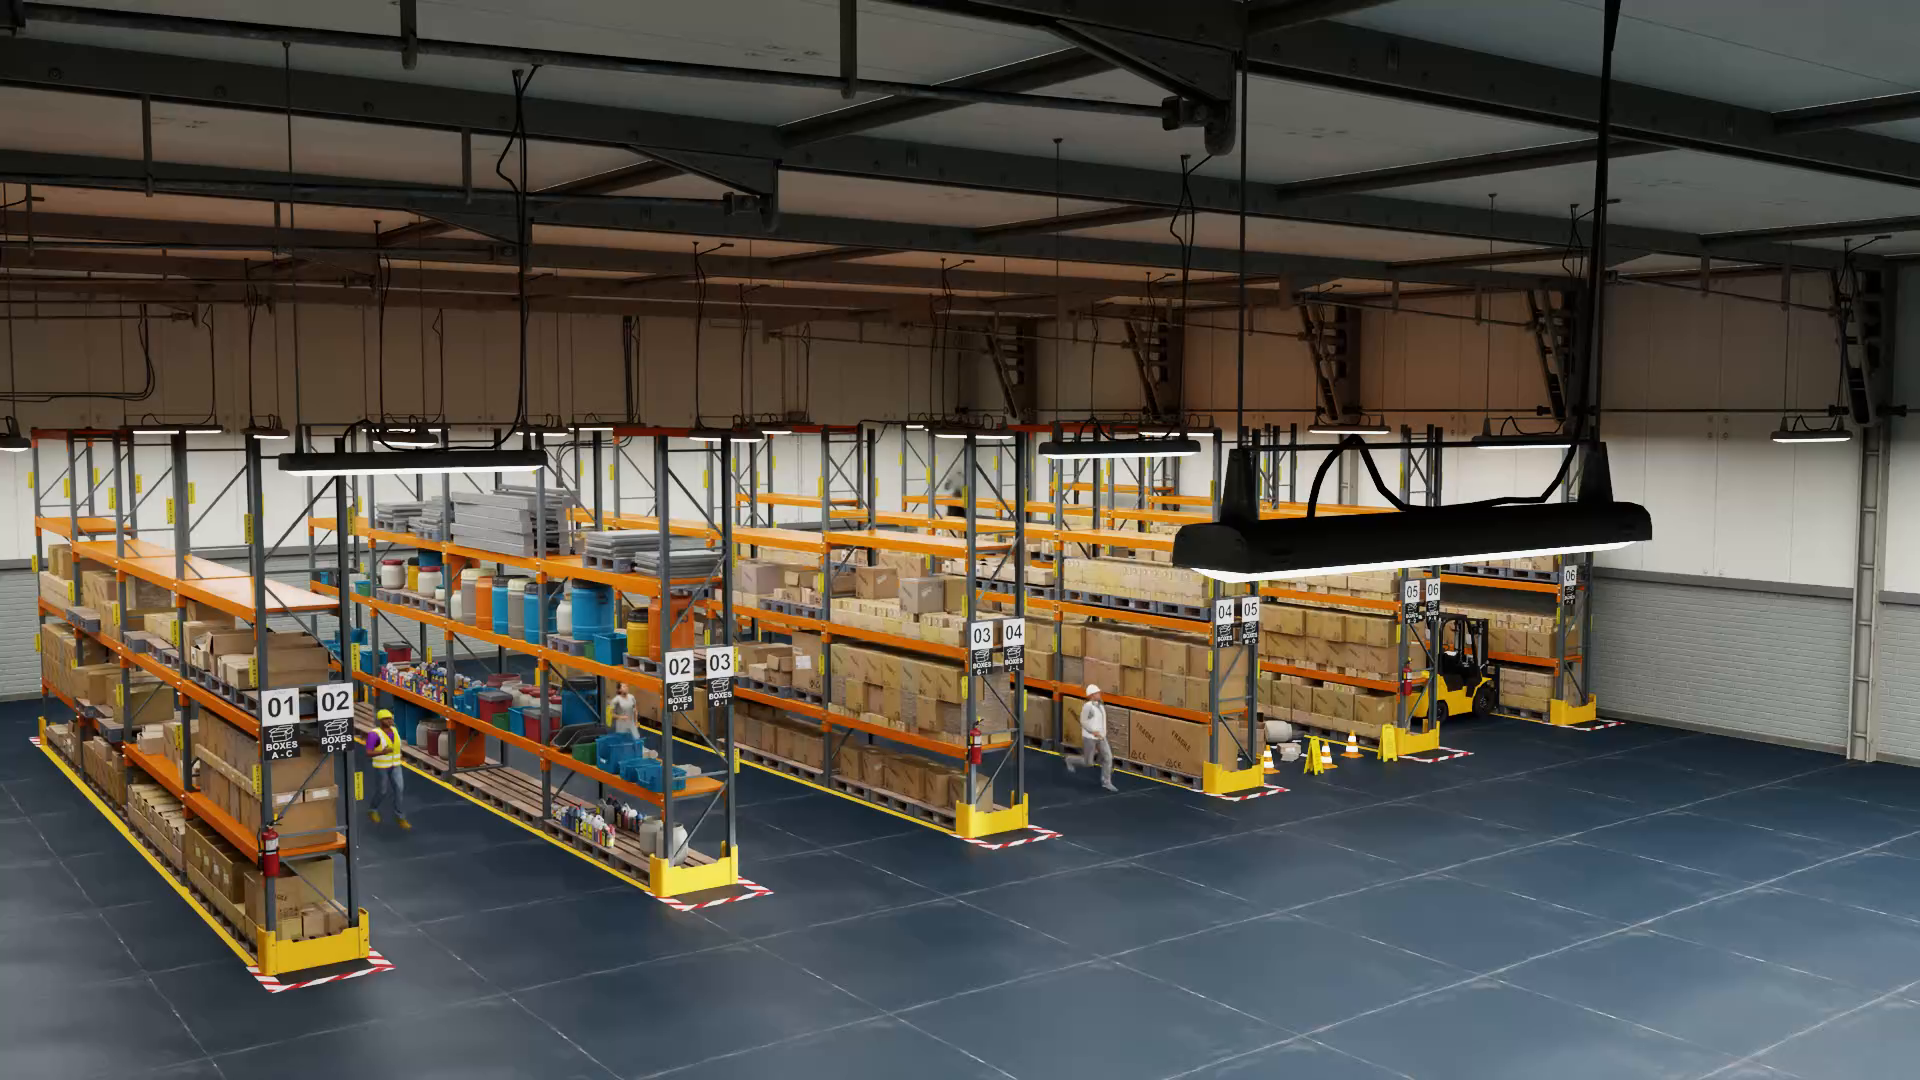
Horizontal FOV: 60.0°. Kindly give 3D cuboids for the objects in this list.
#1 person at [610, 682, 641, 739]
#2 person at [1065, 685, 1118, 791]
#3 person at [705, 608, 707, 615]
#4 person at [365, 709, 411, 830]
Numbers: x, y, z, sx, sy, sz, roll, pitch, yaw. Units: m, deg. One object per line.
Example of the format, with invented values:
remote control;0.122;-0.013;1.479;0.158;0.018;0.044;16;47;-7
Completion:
person;-5.779;3.254;28.821;0.612;1.628;0.542;-4;6;-43
person;2.218;3.298;27.867;0.998;1.759;0.643;4;6;42
person;-5.842;2.347;38.846;0.650;1.782;0.961;-3;5;-32
person;-8.664;3.449;25.142;0.891;1.787;0.688;3;6;38
